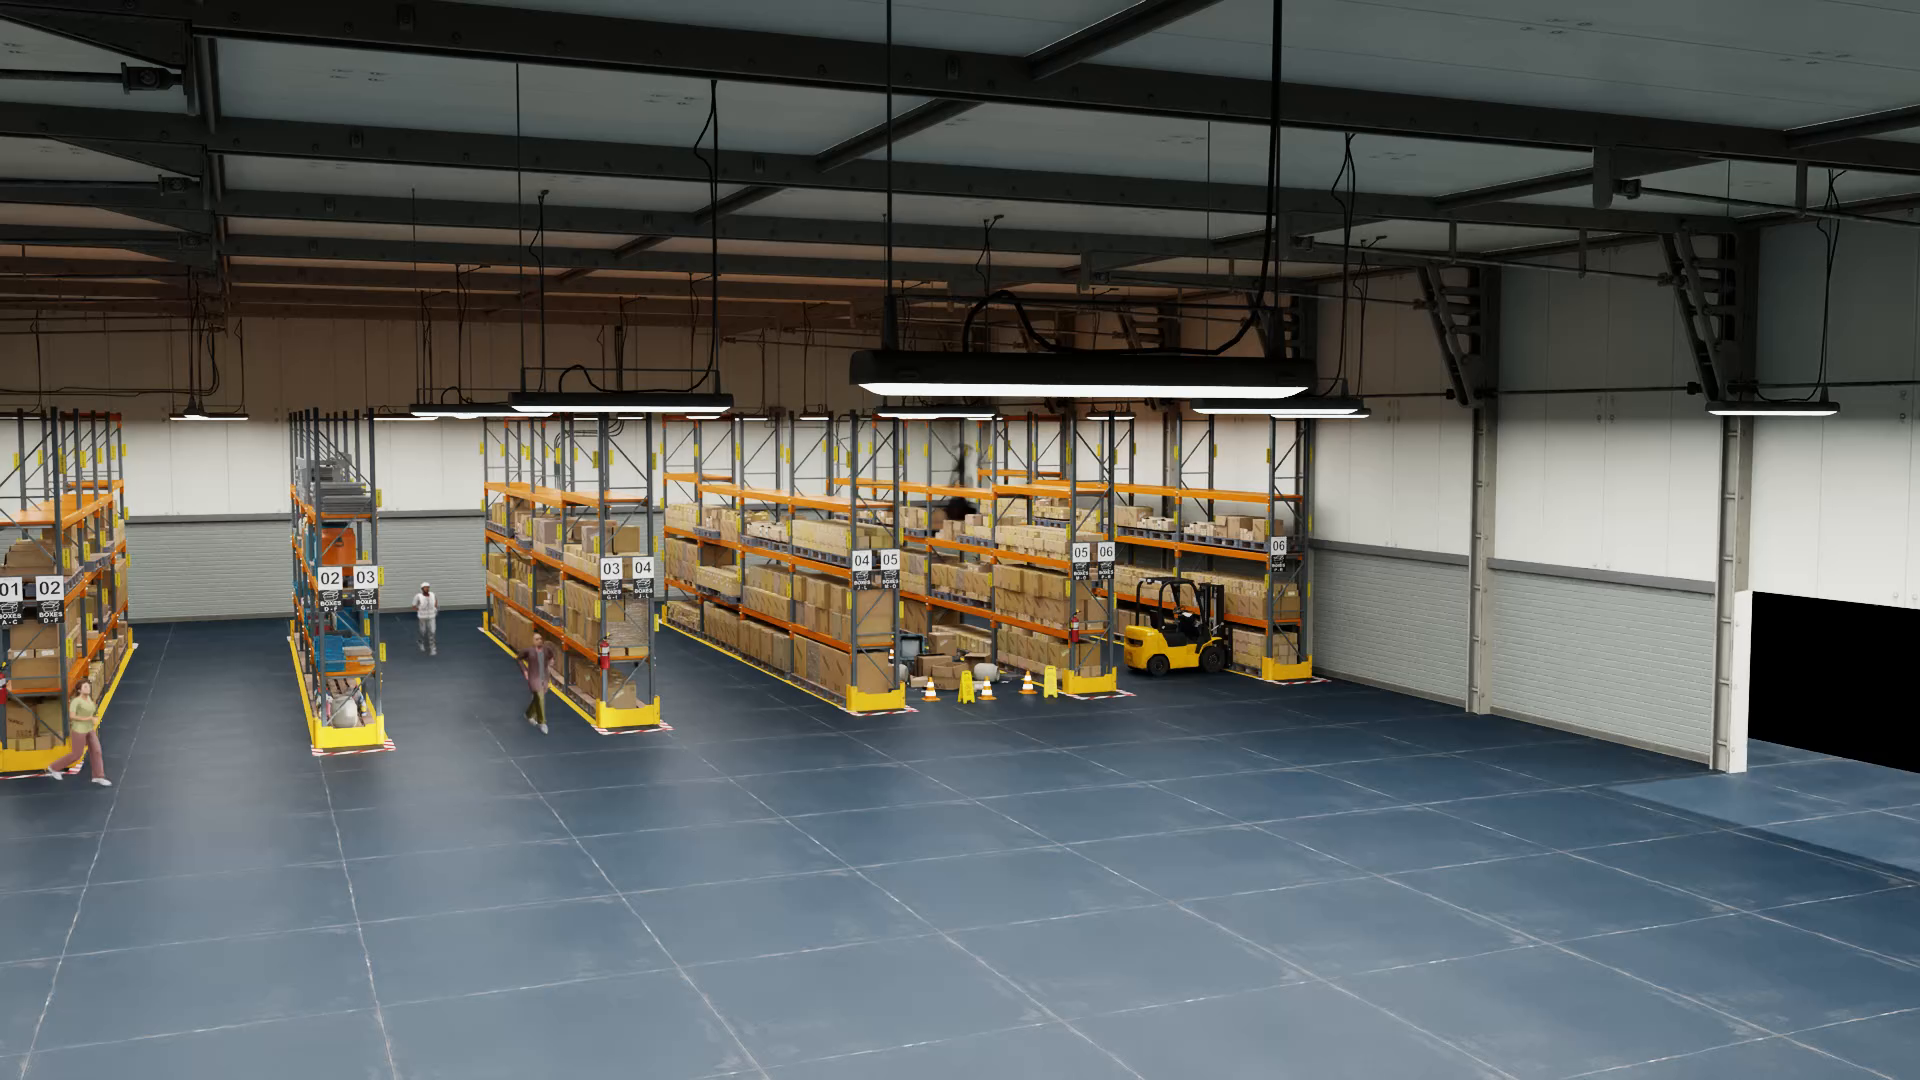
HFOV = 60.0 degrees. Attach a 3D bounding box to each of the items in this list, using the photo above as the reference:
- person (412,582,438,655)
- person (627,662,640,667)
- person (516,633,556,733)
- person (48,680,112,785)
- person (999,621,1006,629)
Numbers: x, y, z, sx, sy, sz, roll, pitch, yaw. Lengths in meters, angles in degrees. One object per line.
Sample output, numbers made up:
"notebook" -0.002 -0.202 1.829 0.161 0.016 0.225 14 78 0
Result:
"person" -13.189 1.926 41.050 0.667 1.771 0.969 -3 5 -33
"person" -7.638 2.183 39.143 0.595 1.601 0.561 -2 5 -30
"person" -7.901 2.655 31.161 0.674 1.837 0.919 -4 6 -44
"person" -13.922 3.049 26.316 0.953 1.675 0.586 0 4 7
"person" 1.140 1.844 43.345 0.546 1.758 0.772 -2 4 -25
